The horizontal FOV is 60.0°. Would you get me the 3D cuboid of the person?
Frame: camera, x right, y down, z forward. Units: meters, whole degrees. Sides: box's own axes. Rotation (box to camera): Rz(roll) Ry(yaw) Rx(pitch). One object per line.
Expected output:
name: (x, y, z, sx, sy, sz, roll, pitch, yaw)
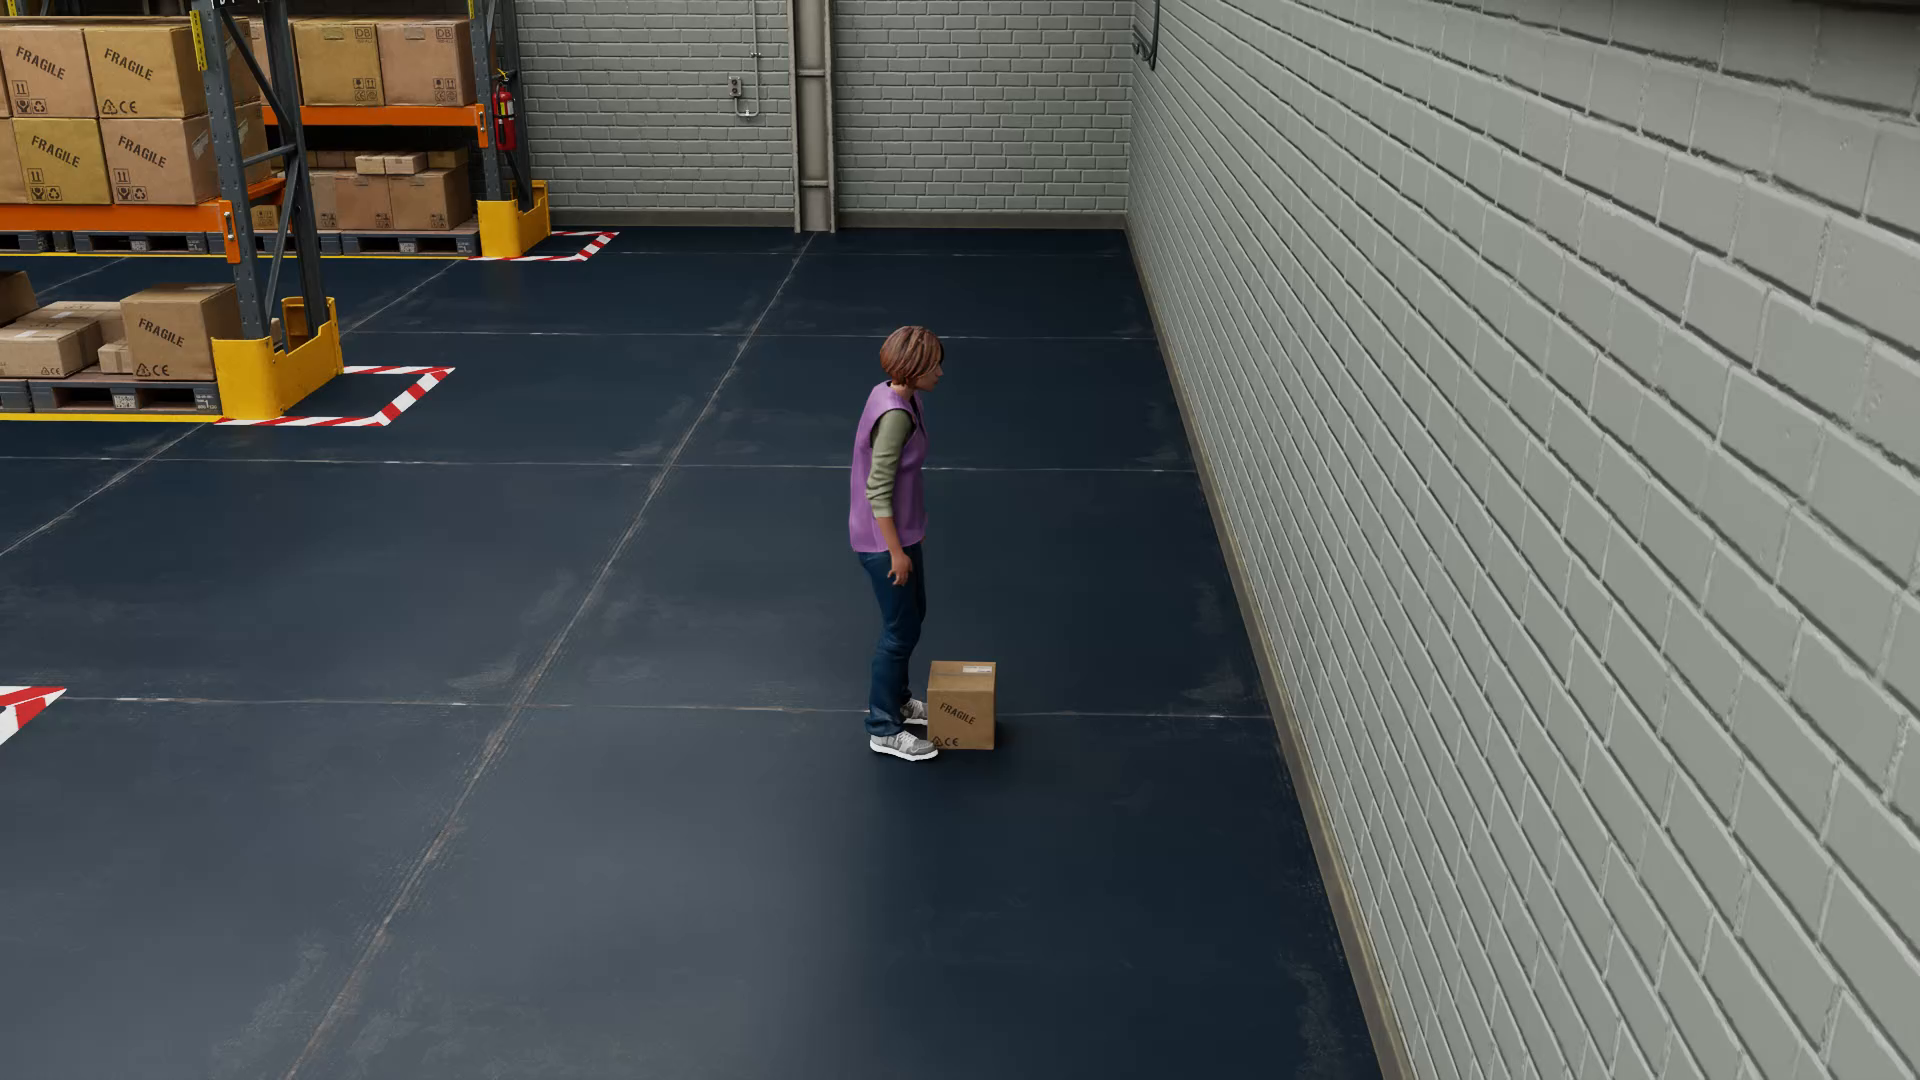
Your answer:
person: (-0.230, -0.001, 6.101, 0.344, 1.592, 0.460, 2, 21, 5)
